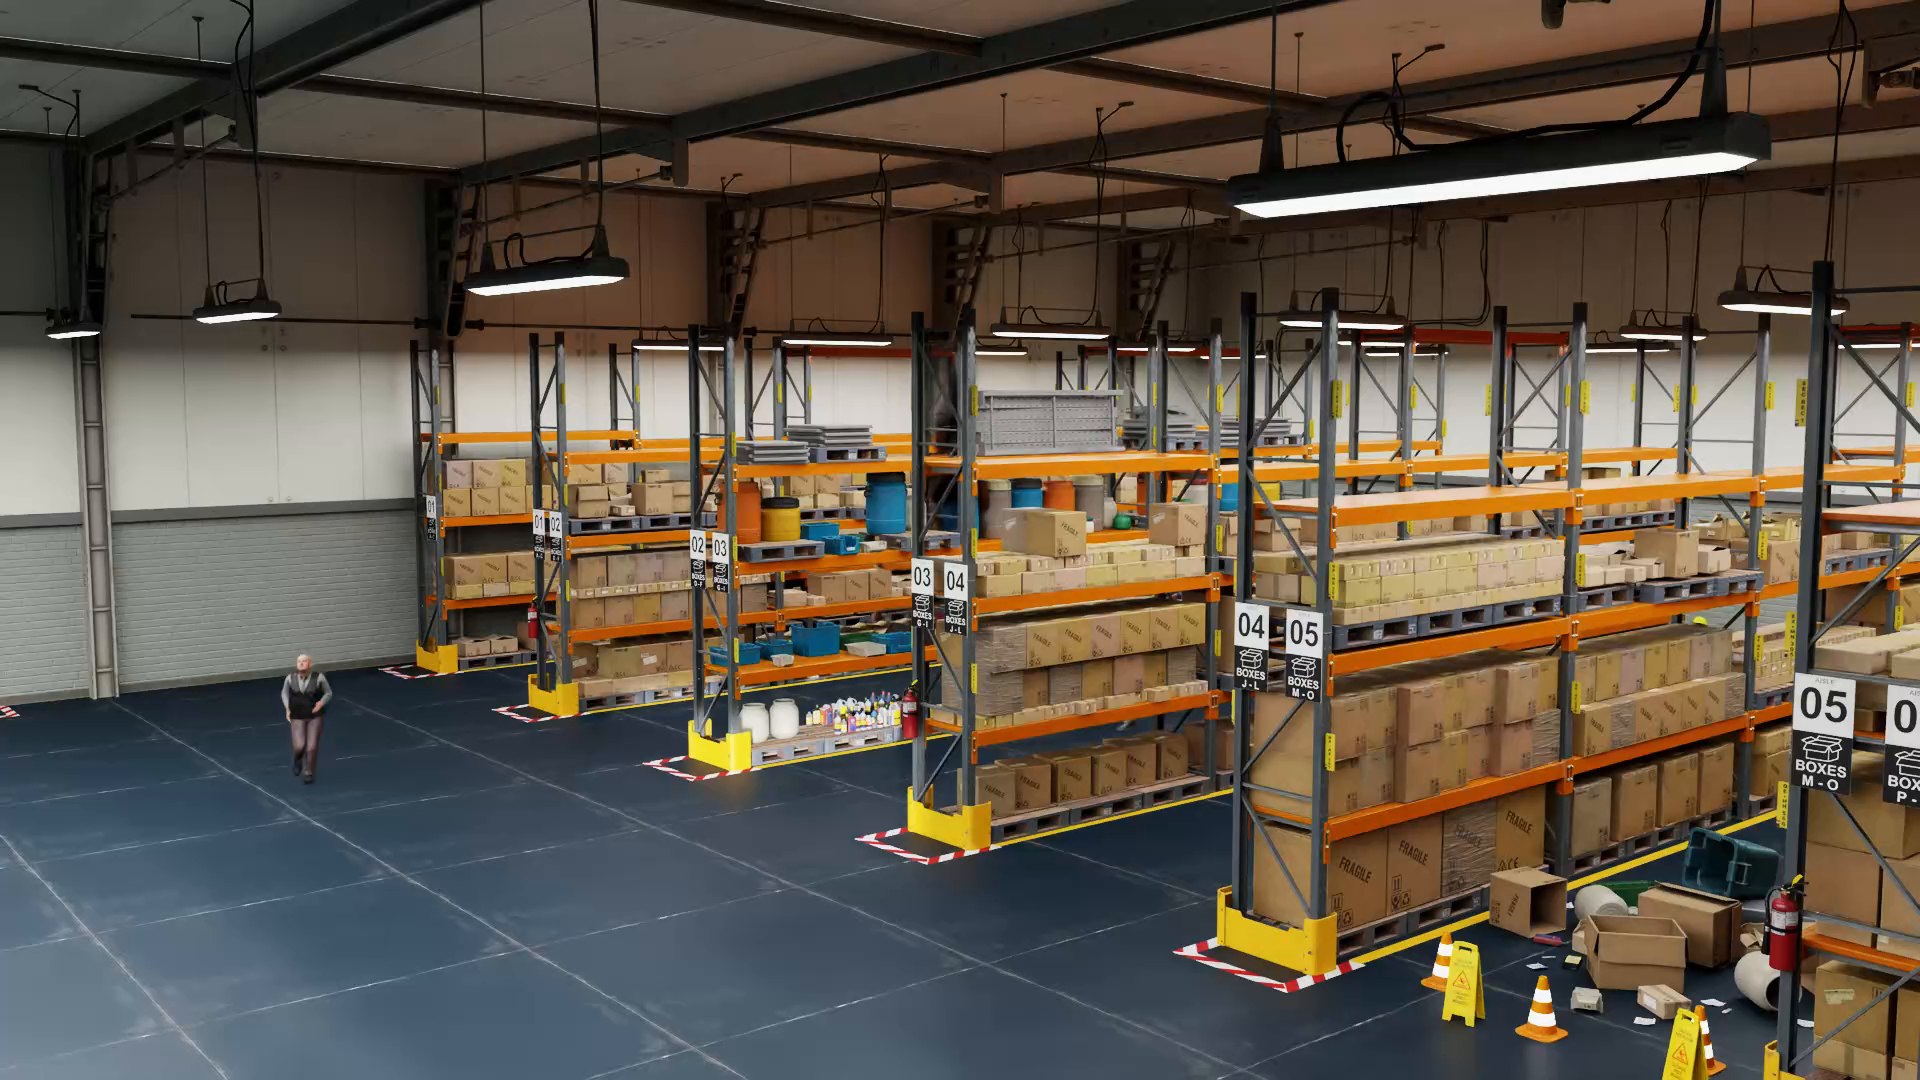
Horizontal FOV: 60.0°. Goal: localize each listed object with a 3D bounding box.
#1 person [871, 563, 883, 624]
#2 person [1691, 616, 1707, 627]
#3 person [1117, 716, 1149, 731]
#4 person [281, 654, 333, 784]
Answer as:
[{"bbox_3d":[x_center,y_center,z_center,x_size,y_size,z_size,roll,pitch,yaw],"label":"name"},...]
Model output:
[{"bbox_3d":[-1.636,1.278,32.771,0.570,1.688,0.904,4,7,40],"label":"person"},{"bbox_3d":[11.085,2.002,24.992,0.587,1.723,0.703,-5,7,-42],"label":"person"},{"bbox_3d":[2.440,1.828,23.639,0.603,1.757,0.665,-4,7,-36],"label":"person"},{"bbox_3d":[-8.497,2.328,21.645,0.651,1.693,0.607,-1,5,-15],"label":"person"}]
